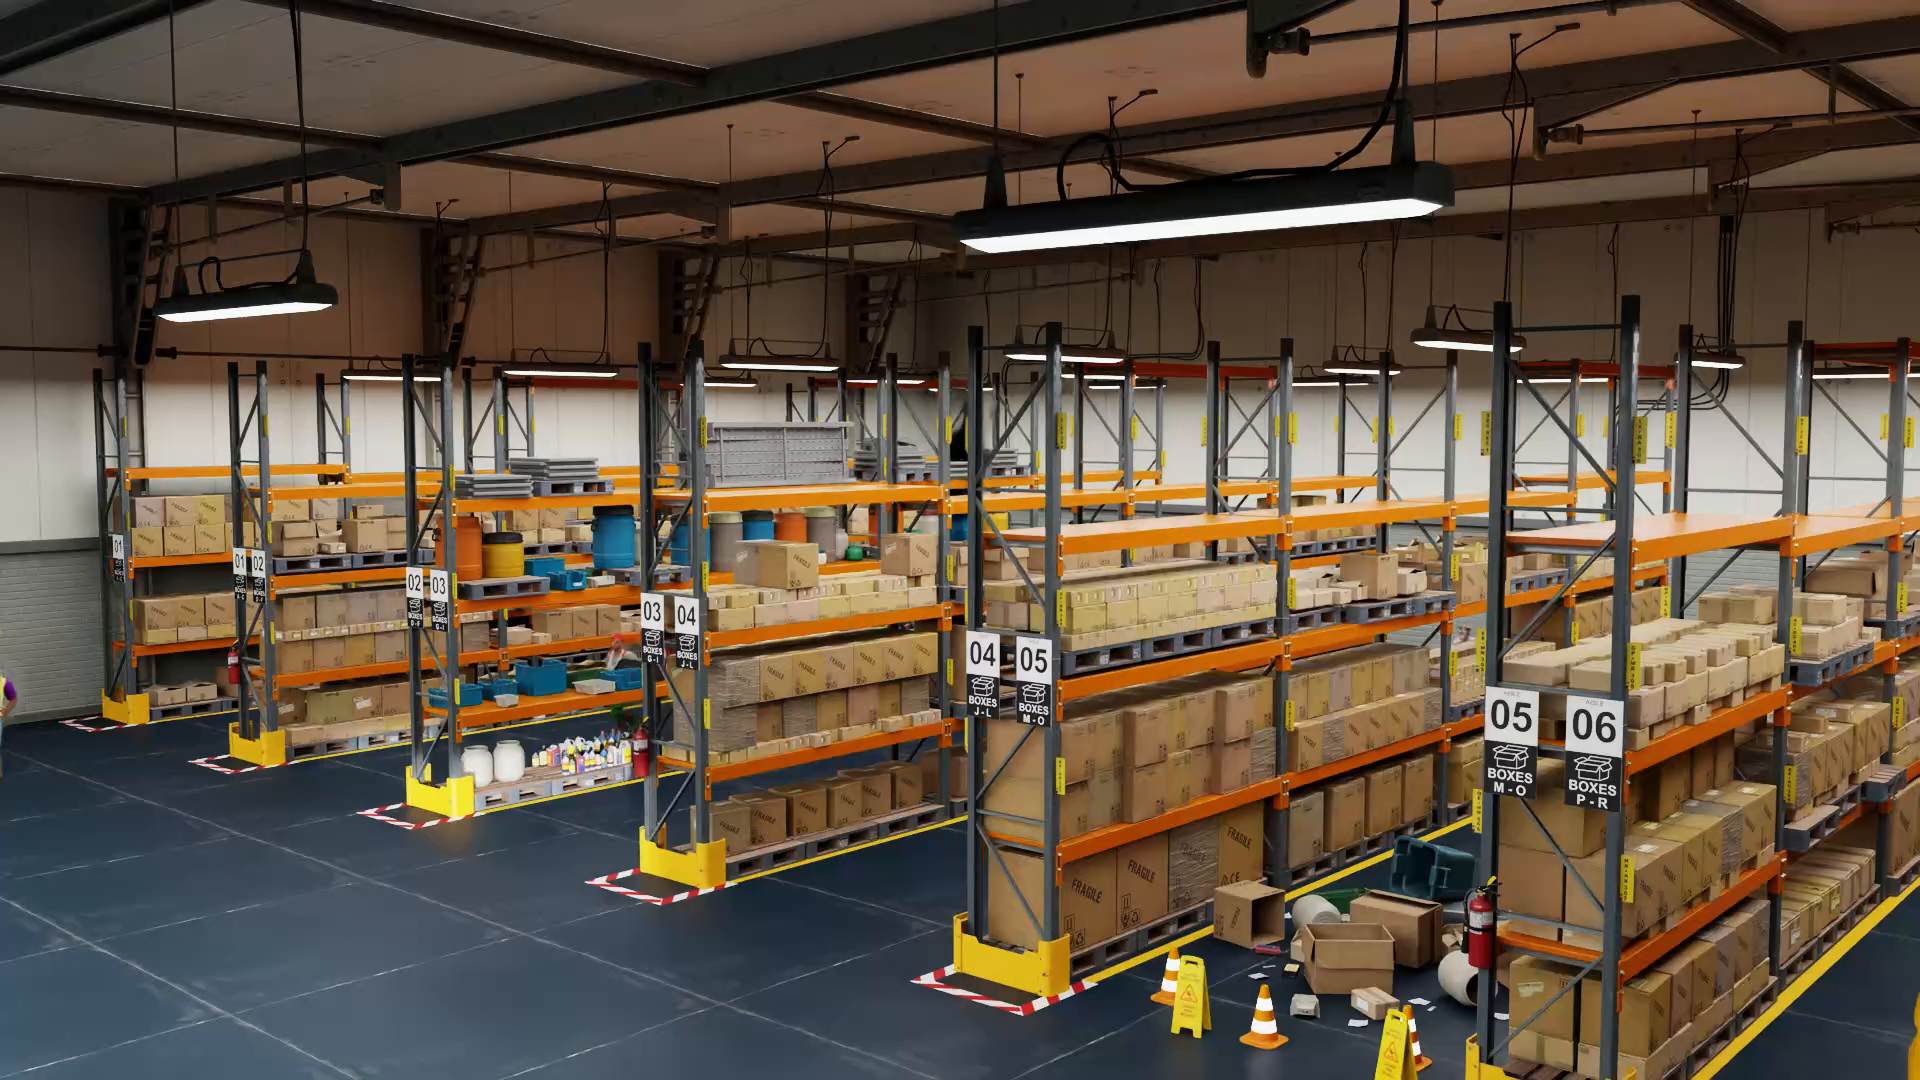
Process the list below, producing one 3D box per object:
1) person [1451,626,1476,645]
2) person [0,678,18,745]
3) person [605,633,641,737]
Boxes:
[{"bbox_3d":[8.844,2.269,28.893,0.645,1.618,0.959,2,5,27],"label":"person"},{"bbox_3d":[-13.936,2.574,23.860,0.738,1.719,0.704,-2,5,-30],"label":"person"},{"bbox_3d":[-5.431,2.351,26.398,0.636,1.751,0.615,3,5,33],"label":"person"}]
